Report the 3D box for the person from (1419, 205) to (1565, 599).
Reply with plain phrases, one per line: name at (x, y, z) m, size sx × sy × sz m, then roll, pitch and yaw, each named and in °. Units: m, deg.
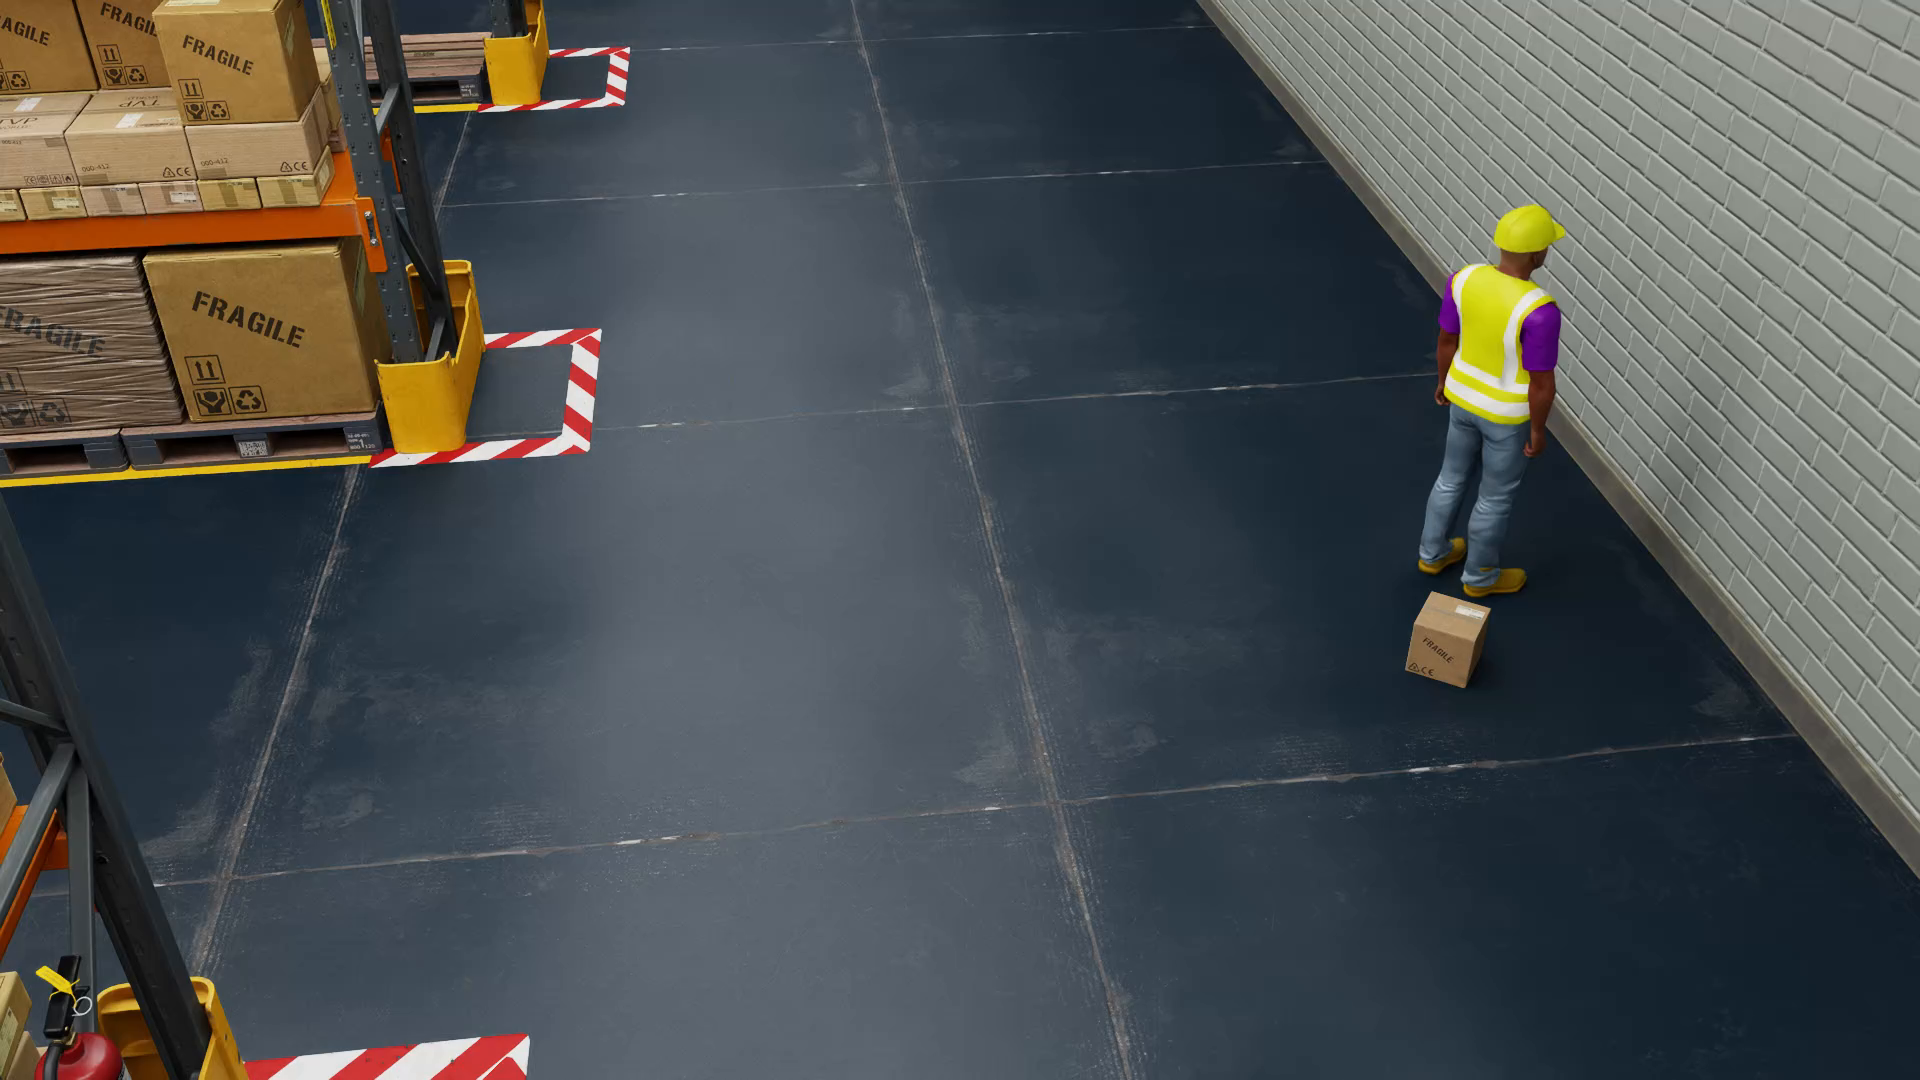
person at (2.242, -0.574, 6.953) m, size 0.389 × 1.771 × 0.564 m, roll -21°, pitch 40°, yaw -28°
